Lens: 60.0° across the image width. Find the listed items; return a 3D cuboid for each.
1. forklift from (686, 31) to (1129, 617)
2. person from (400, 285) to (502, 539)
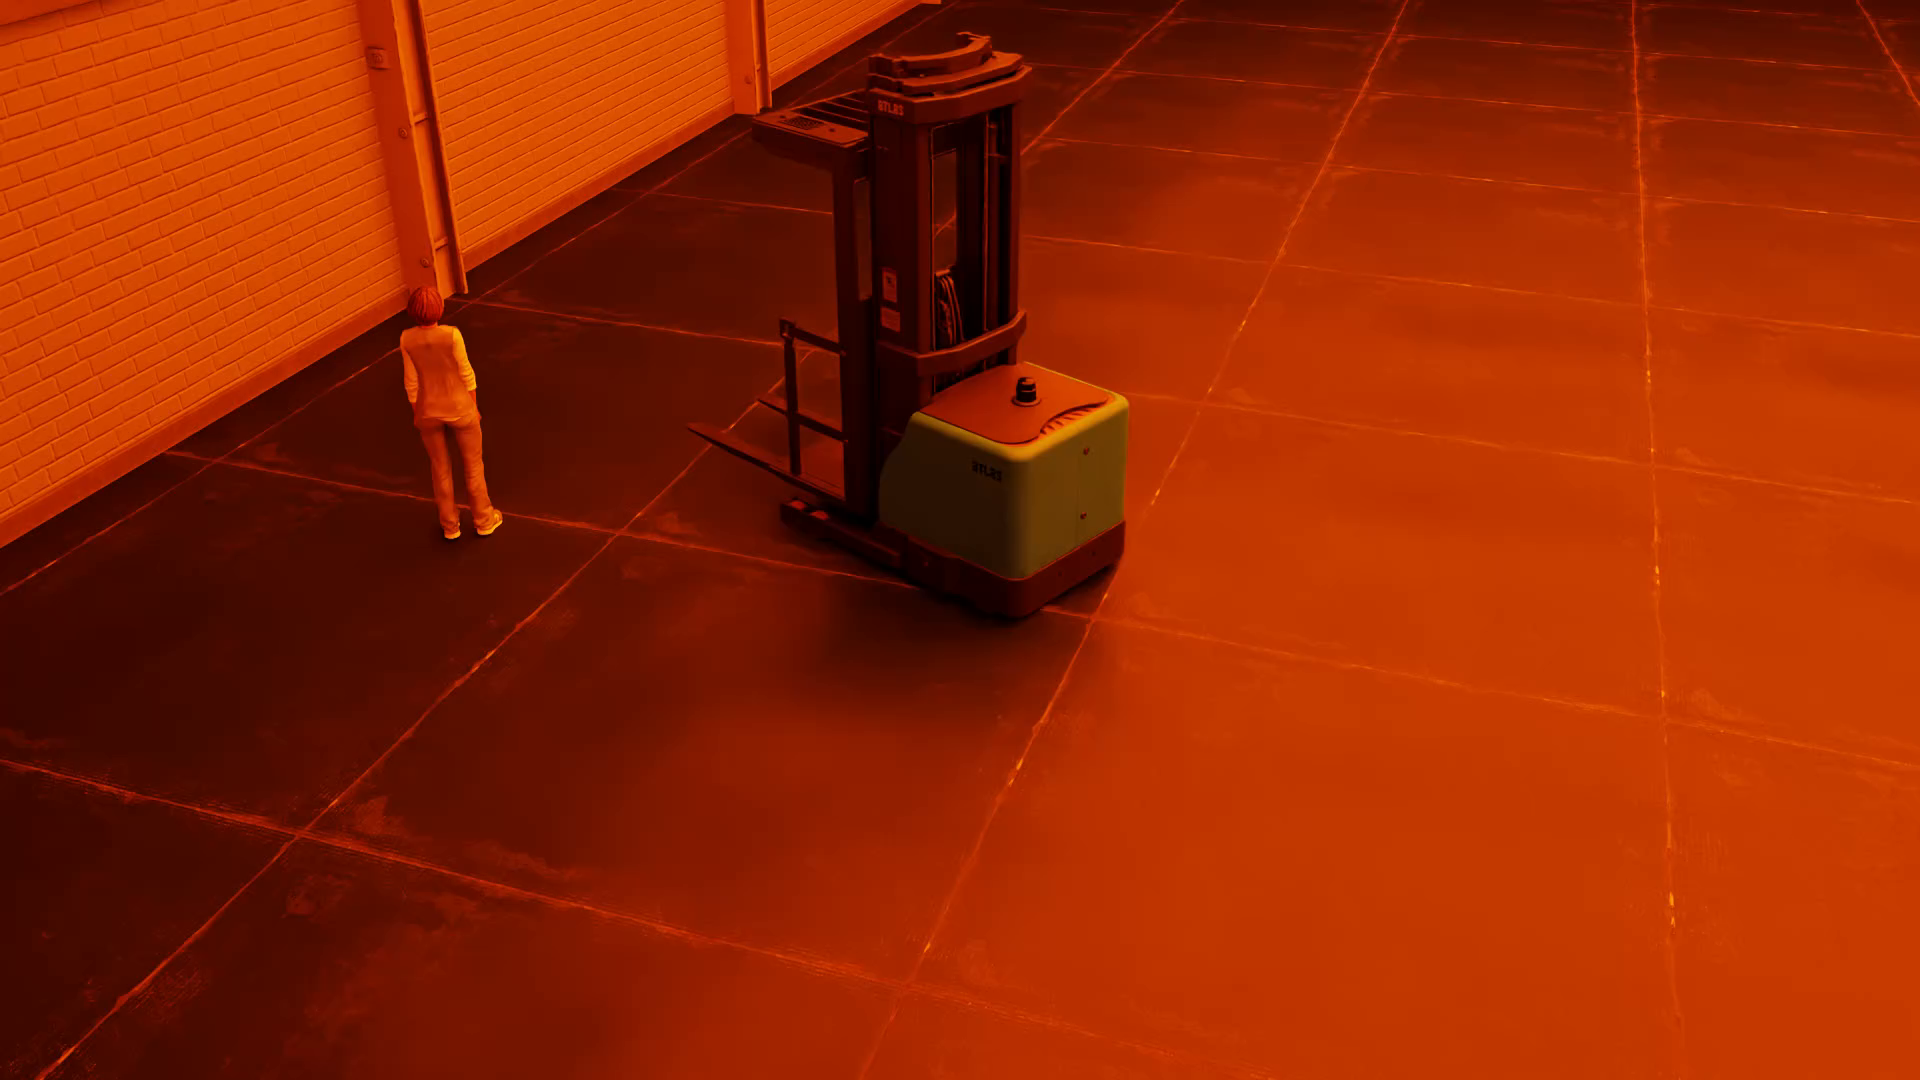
[{"bbox_3d":[-0.465,-1.456,9.691,3.031,2.935,1.130,24,38,36],"label":"forklift"},{"bbox_3d":[-3.021,-0.742,9.800,0.409,1.587,0.330,-4,30,-7],"label":"person"}]
